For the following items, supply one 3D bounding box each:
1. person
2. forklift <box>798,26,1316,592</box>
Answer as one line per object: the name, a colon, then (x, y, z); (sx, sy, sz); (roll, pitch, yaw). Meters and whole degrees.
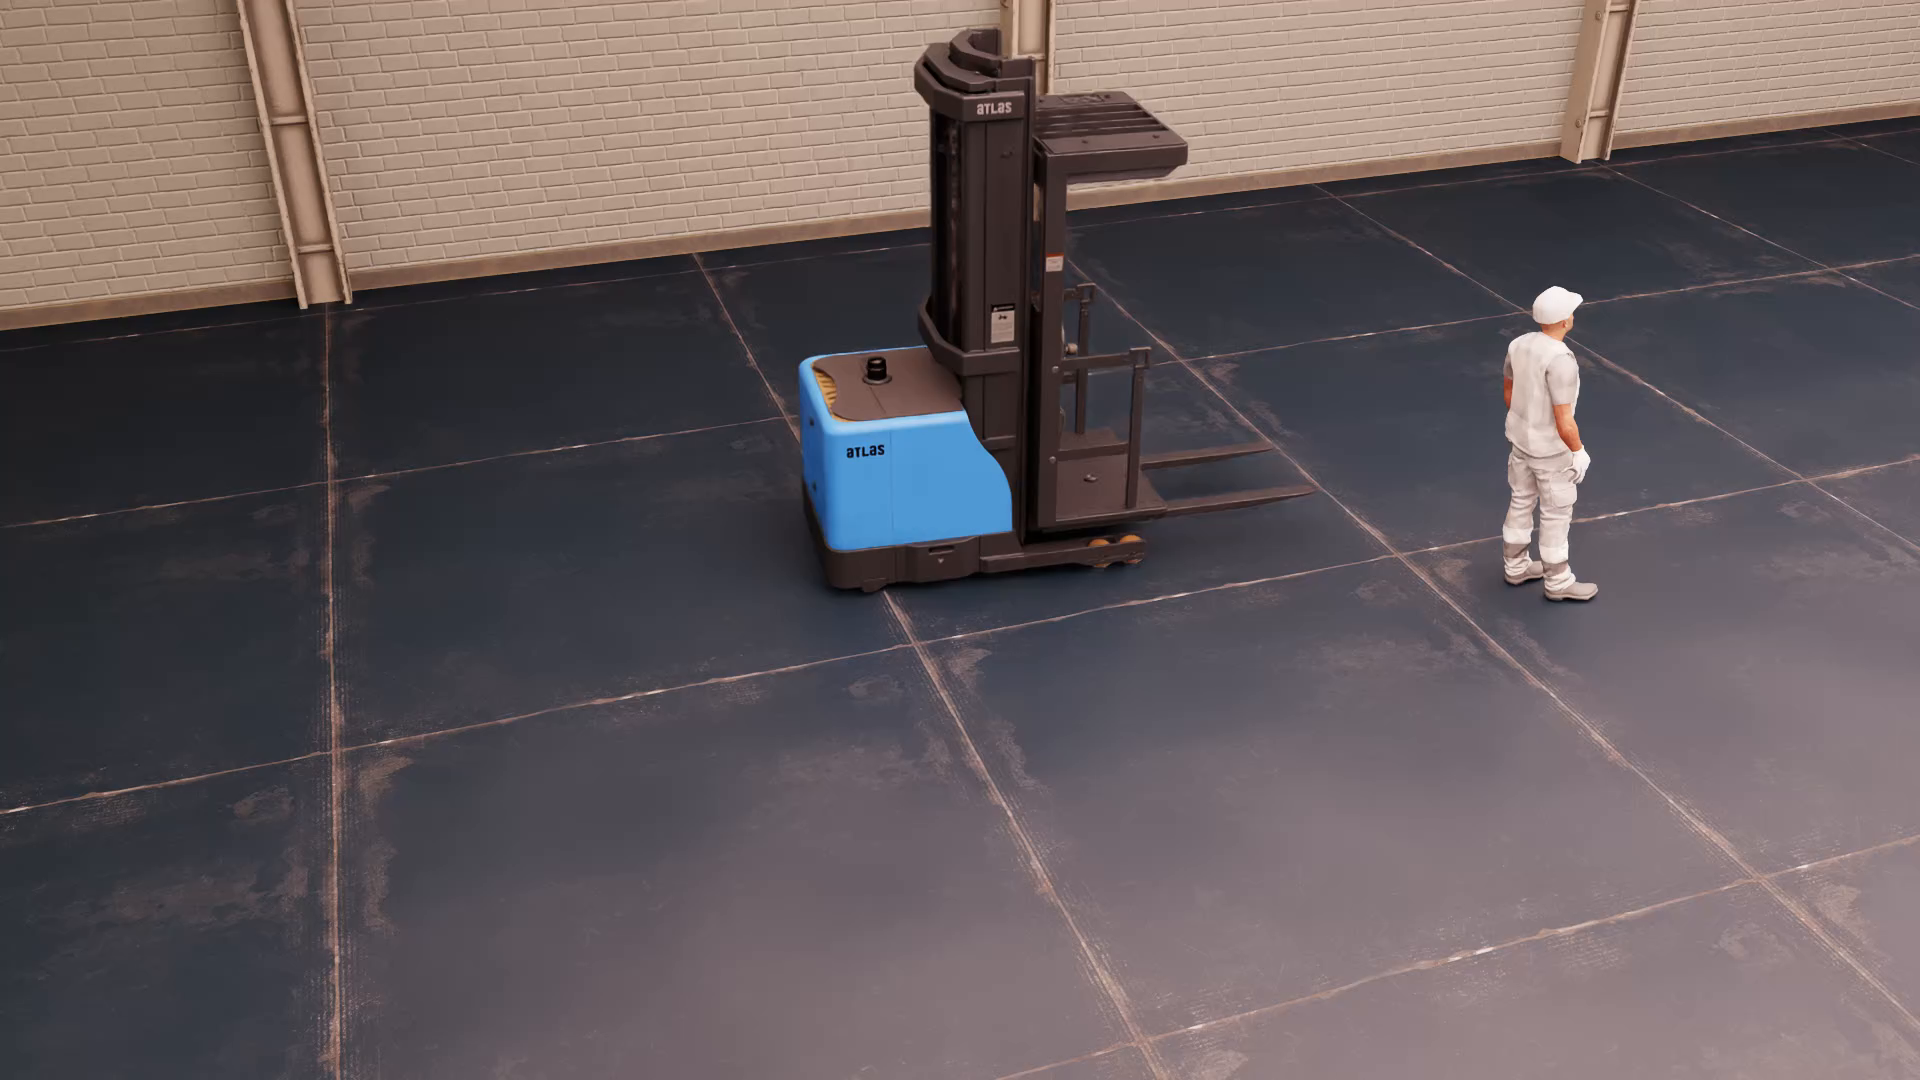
person: (3.277, -0.546, 9.166); (0.563, 1.789, 0.638); (-9, 31, -15)
forklift: (0.614, -1.356, 9.443); (3.031, 2.935, 1.130); (-7, 31, -12)
